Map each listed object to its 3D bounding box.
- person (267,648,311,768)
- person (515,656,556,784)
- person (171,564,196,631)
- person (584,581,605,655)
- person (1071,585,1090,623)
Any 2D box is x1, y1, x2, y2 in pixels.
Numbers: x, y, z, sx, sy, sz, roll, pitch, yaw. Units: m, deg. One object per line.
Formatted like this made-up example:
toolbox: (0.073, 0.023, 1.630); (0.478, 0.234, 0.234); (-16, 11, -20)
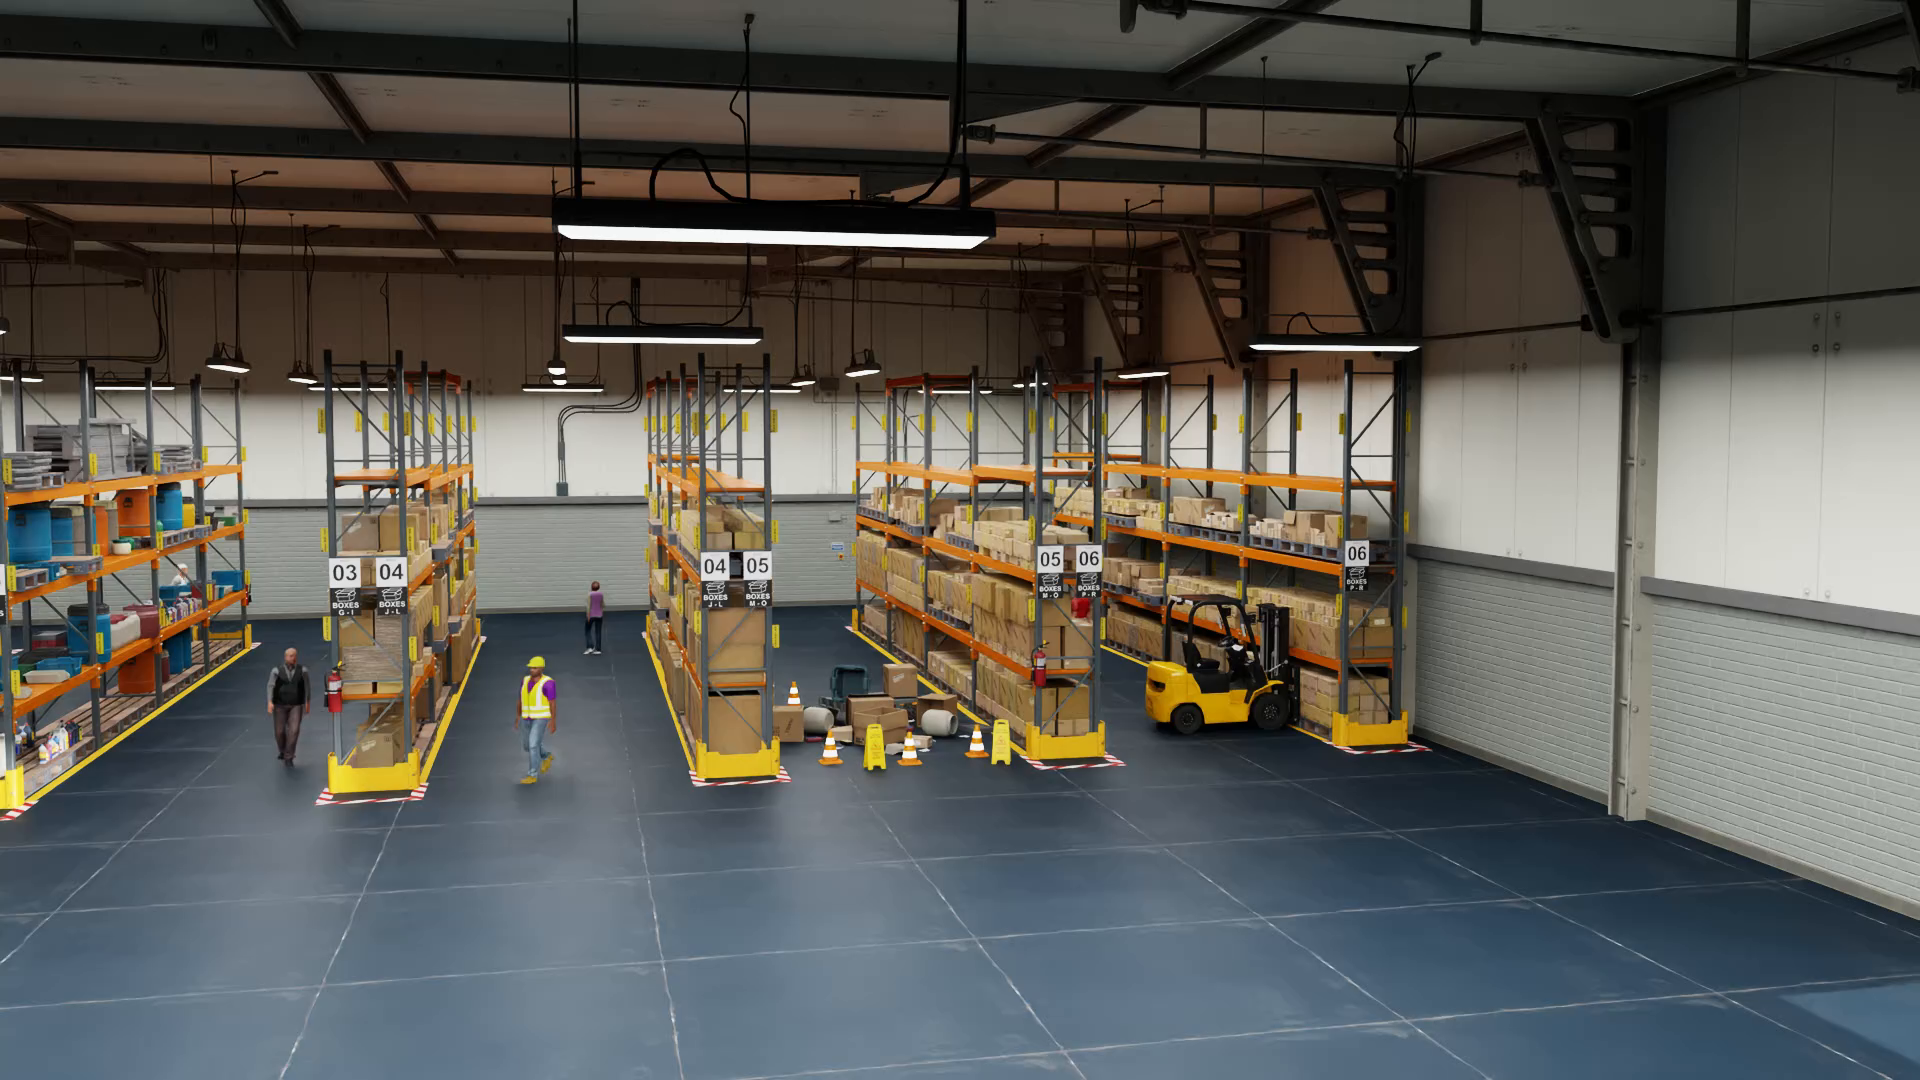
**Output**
person: (-9.902, 2.471, 24.551); (0.611, 1.741, 0.687); (-2, 4, -26)
person: (-5.949, 2.499, 23.332); (0.614, 1.746, 0.860); (2, 4, 26)
person: (-18.173, 1.408, 38.940); (1.120, 1.714, 0.525); (-1, 4, -9)
person: (-7.918, 1.695, 36.124); (0.450, 1.620, 0.429); (-3, 5, -32)
person: (2.414, 1.799, 33.933); (0.396, 1.767, 0.576); (4, 6, 45)
